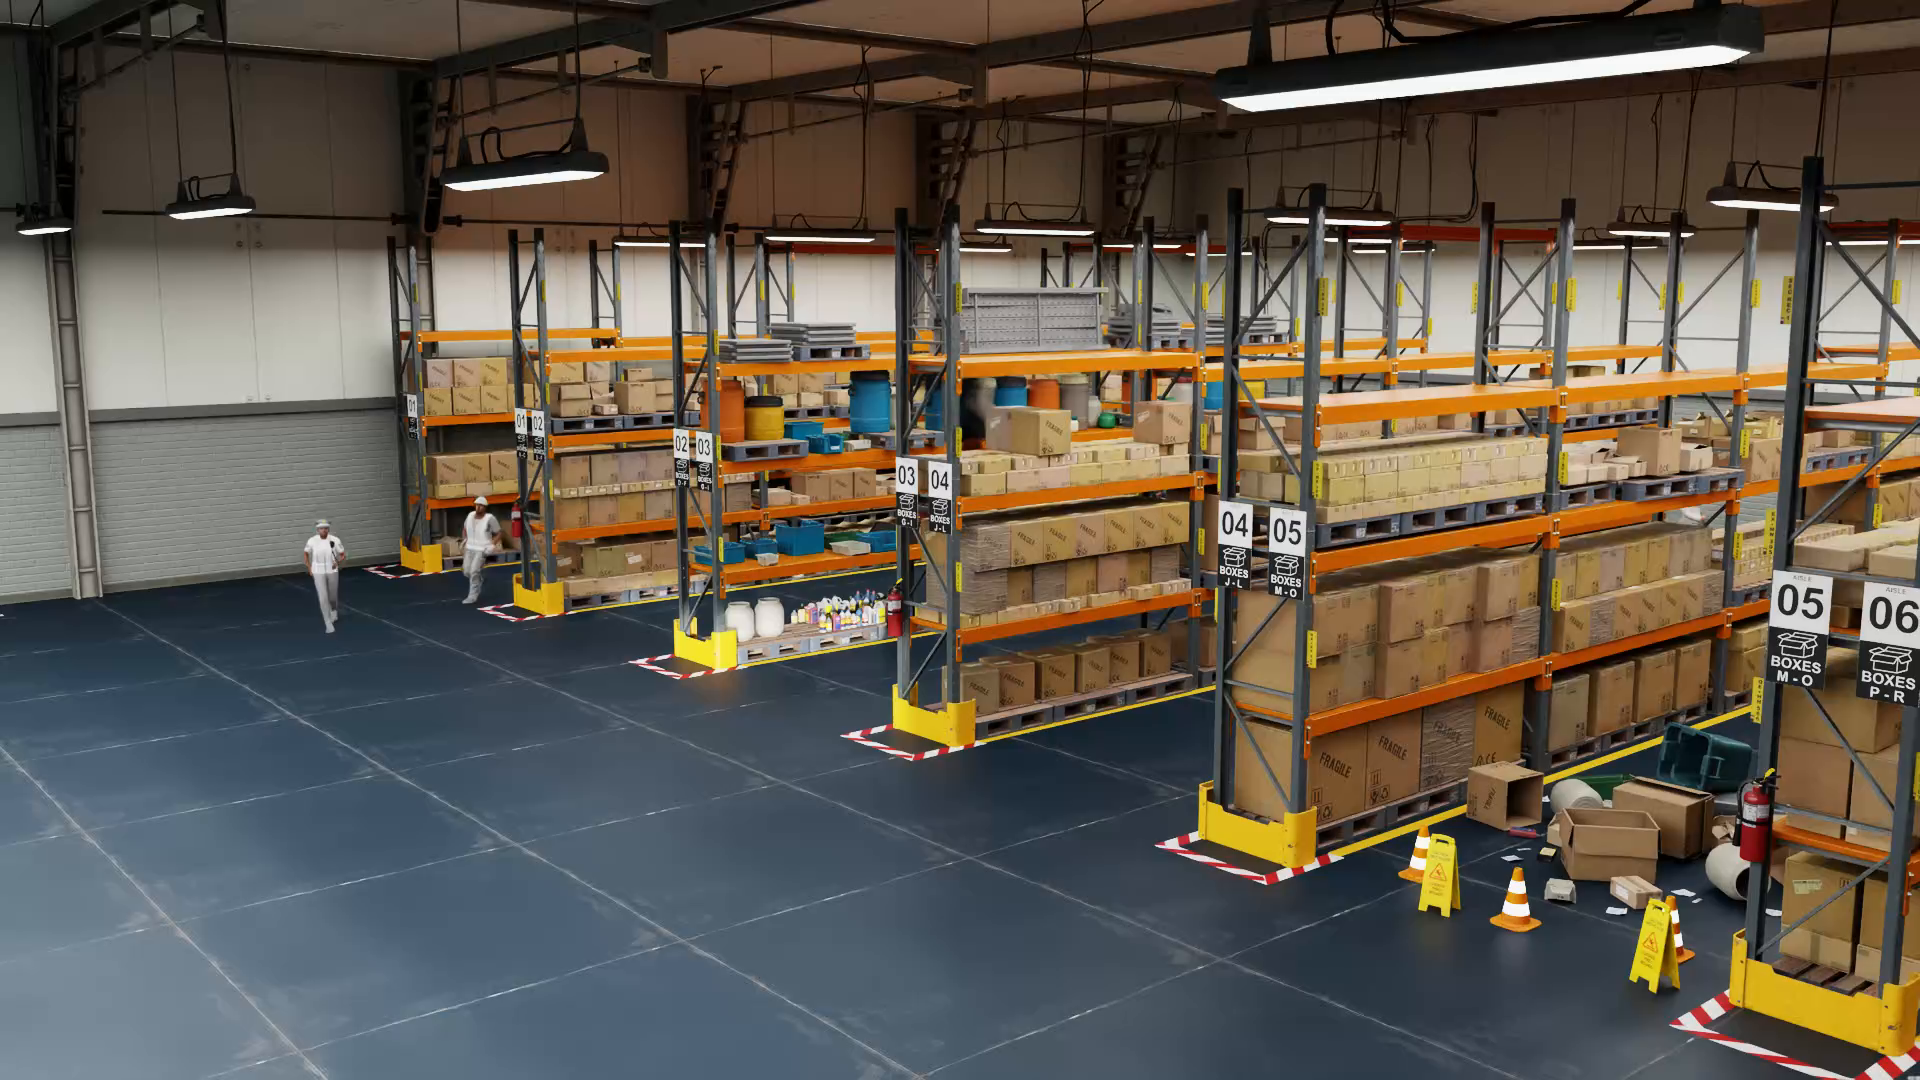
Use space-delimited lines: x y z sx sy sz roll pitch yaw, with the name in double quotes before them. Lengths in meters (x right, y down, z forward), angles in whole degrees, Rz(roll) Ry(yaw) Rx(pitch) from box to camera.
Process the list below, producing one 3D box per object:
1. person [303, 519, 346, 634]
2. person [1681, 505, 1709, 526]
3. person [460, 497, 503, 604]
"person" -9.547 0.507 25.035 0.598 1.688 0.857 -4 10 -23
"person" 13.000 -0.177 29.551 0.734 1.802 0.706 9 12 44
"person" -7.801 0.149 27.148 0.709 1.731 0.670 2 9 14
